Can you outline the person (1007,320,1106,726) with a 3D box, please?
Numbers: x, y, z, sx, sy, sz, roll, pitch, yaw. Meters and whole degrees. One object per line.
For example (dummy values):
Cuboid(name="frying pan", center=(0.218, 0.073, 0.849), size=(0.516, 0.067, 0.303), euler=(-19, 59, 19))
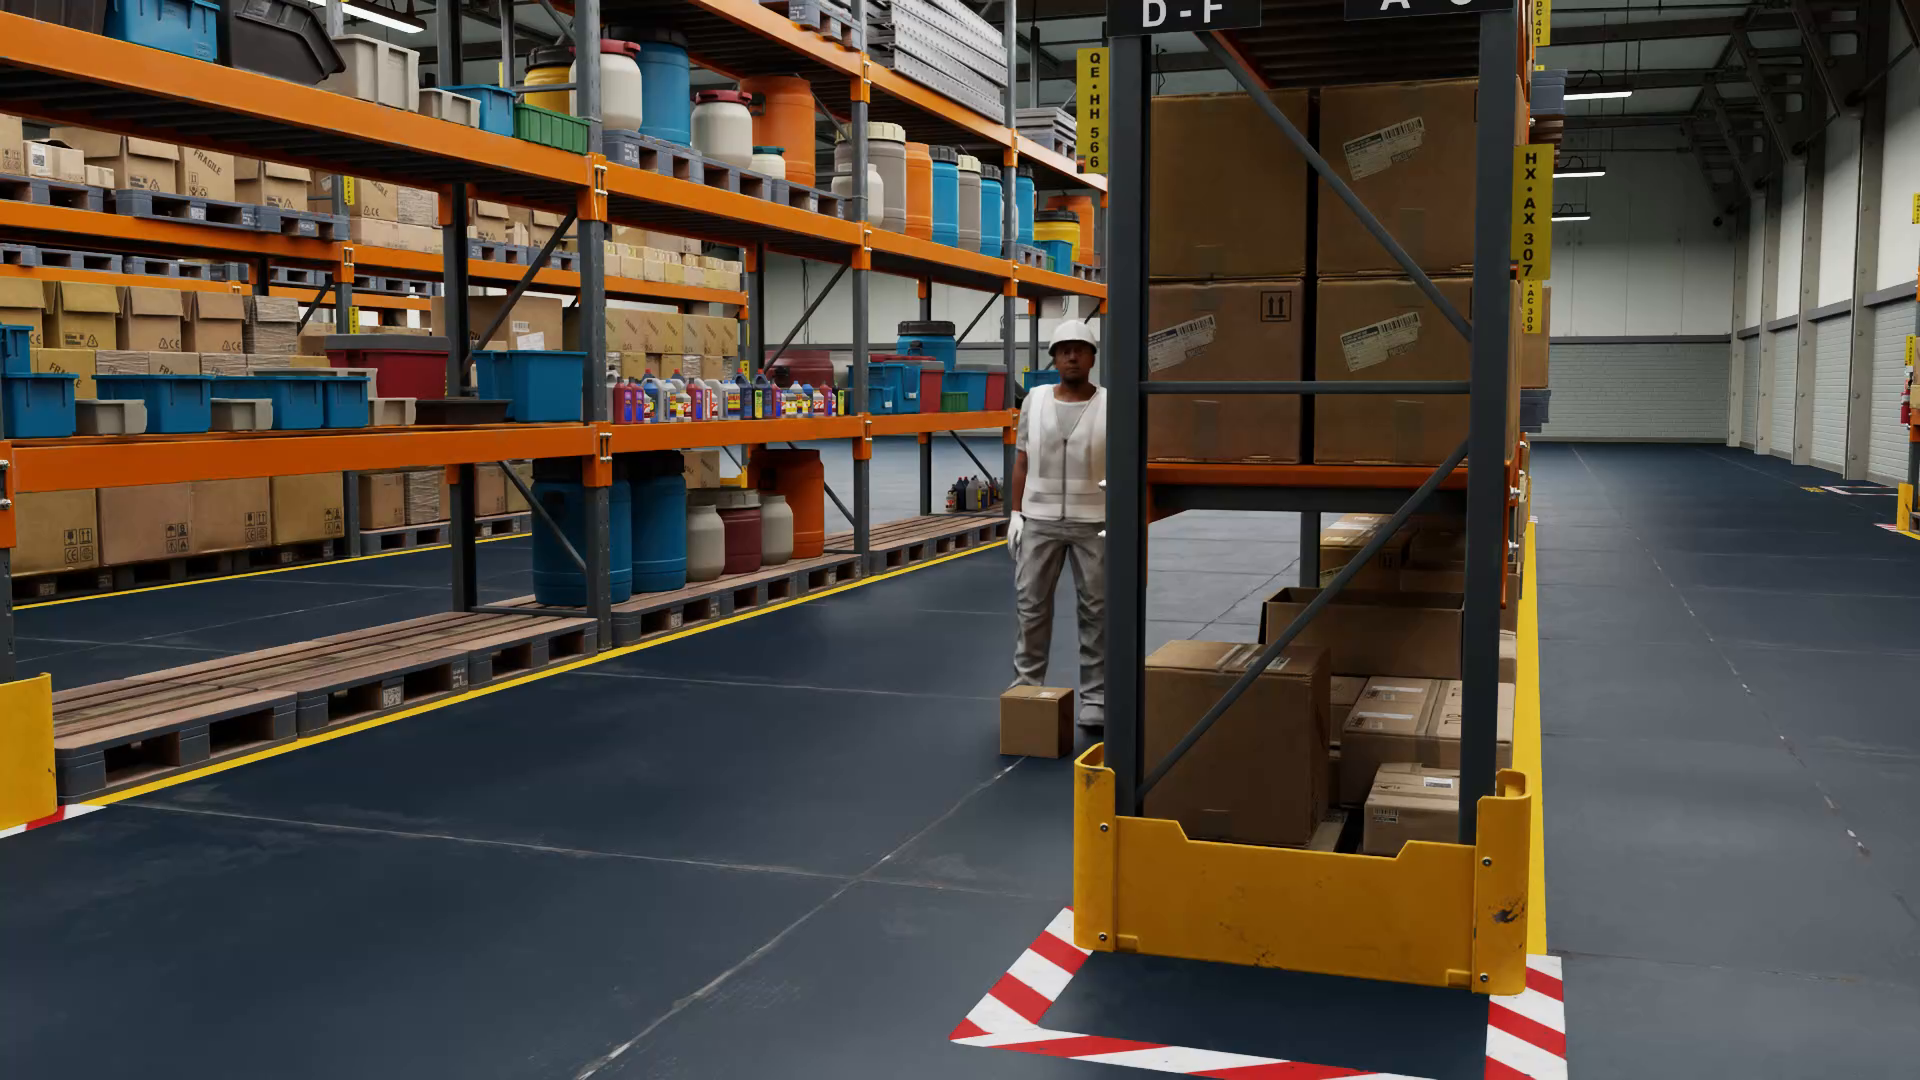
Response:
Cuboid(name="person", center=(0.483, -0.067, 7.295), size=(0.586, 1.789, 0.456), euler=(1, 5, 12))
